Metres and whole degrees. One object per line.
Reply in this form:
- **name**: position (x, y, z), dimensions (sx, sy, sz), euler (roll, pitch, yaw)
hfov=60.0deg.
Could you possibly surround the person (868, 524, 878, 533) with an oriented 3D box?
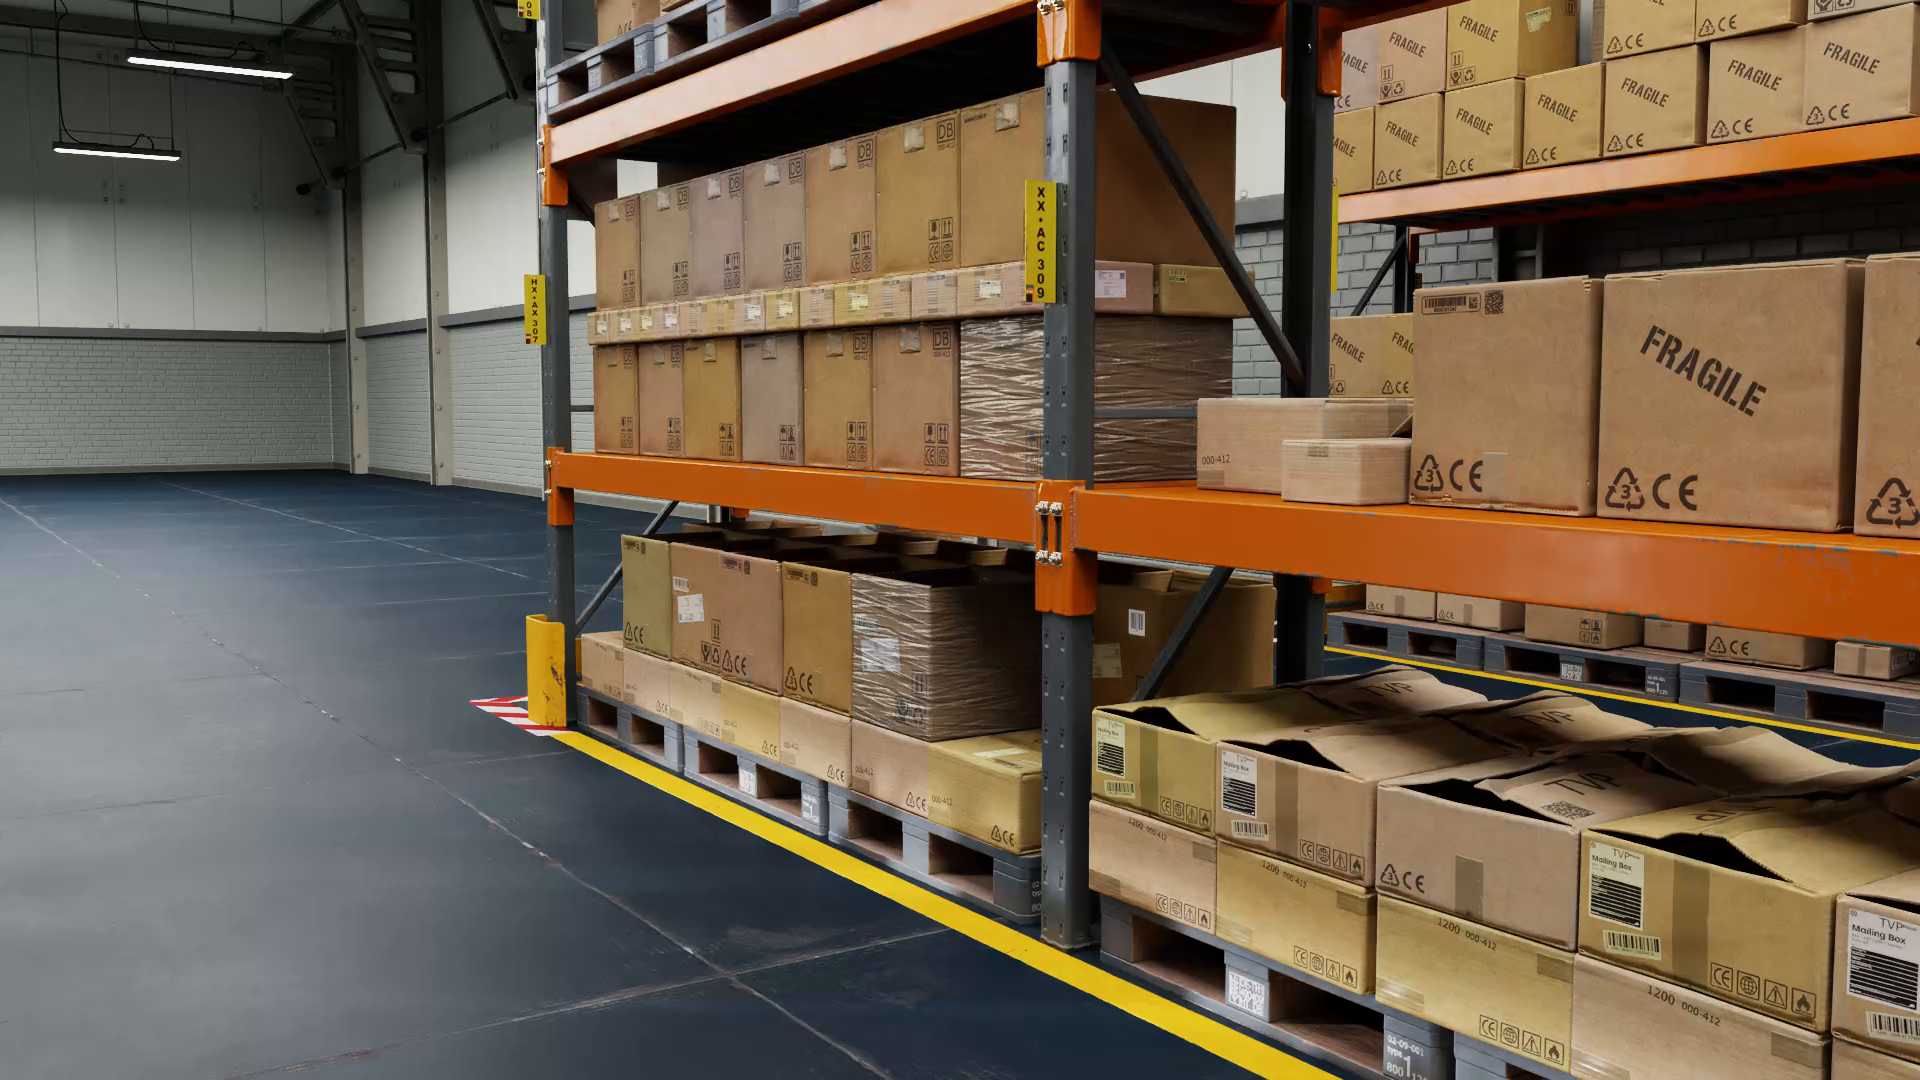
- **person**: position (-0.328, -0.054, 9.136), dimensions (0.505, 1.669, 0.486), euler (0, 5, -3)
